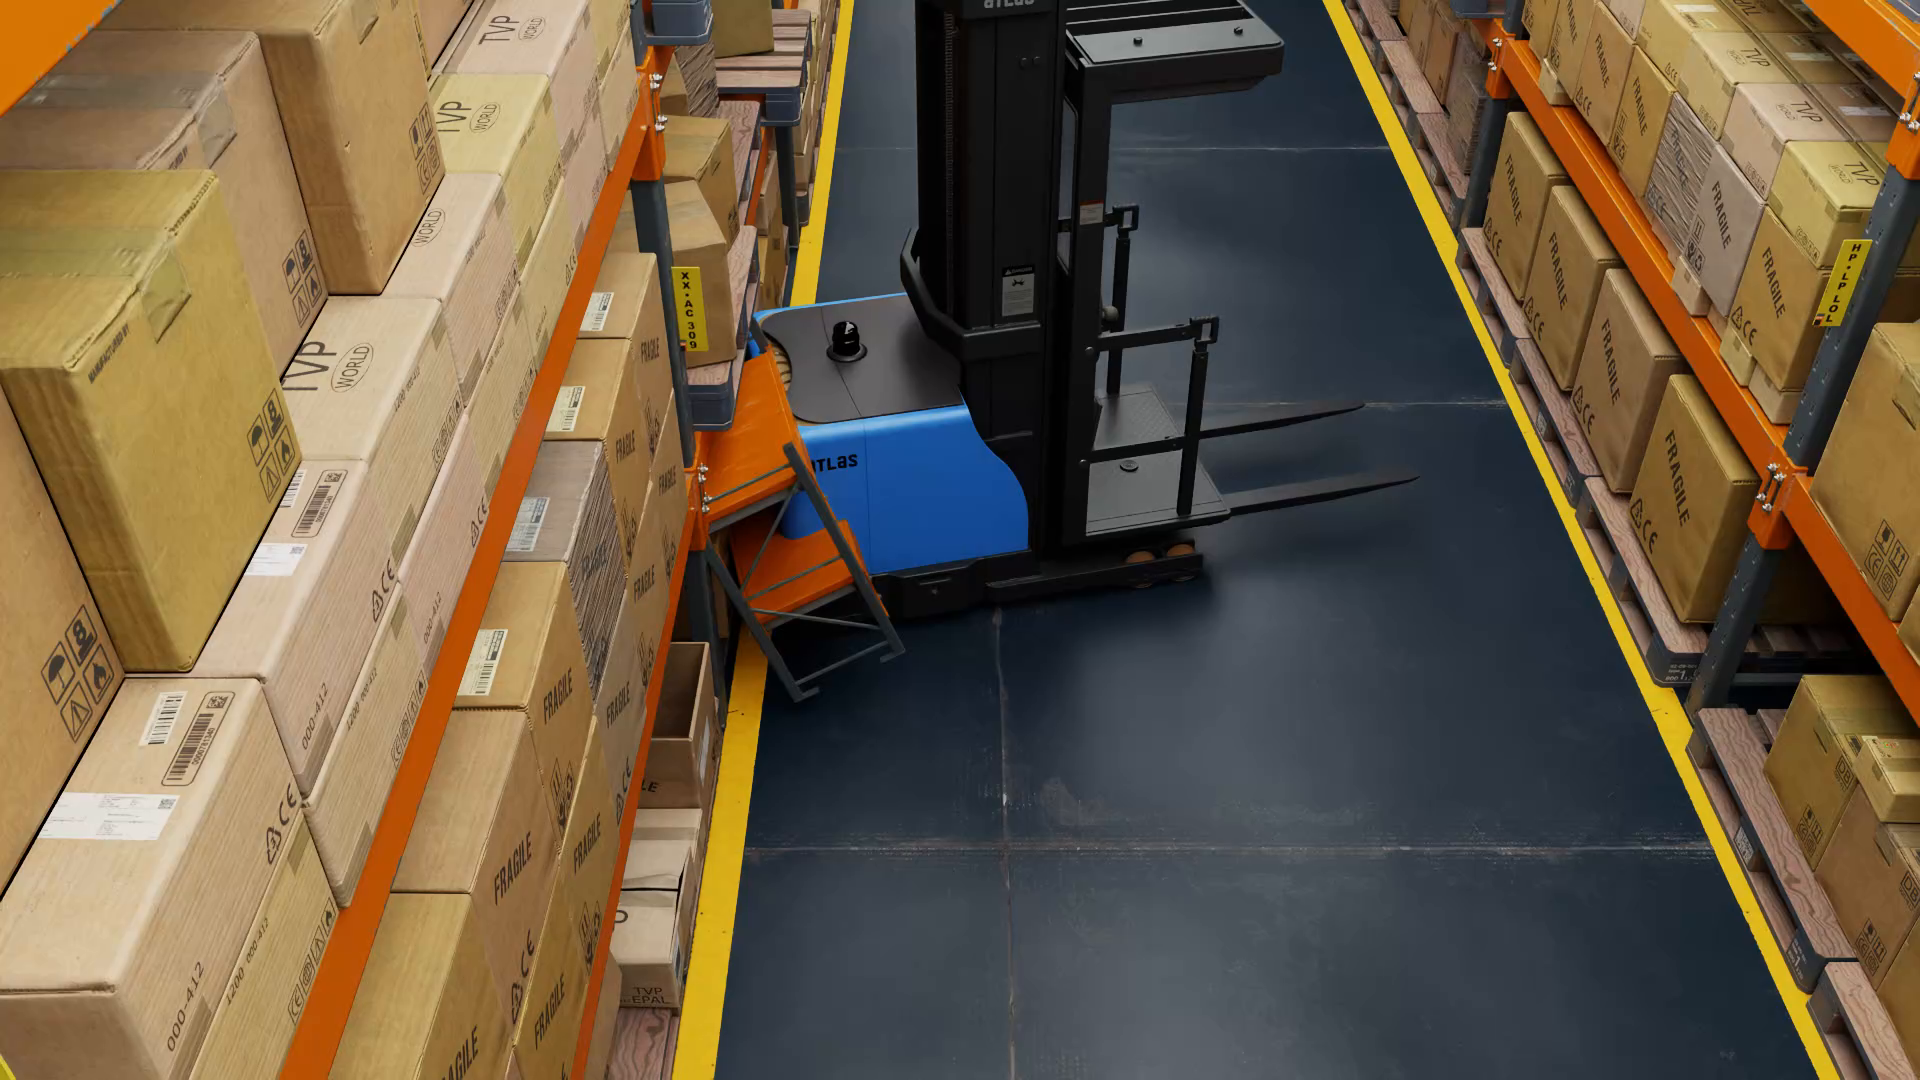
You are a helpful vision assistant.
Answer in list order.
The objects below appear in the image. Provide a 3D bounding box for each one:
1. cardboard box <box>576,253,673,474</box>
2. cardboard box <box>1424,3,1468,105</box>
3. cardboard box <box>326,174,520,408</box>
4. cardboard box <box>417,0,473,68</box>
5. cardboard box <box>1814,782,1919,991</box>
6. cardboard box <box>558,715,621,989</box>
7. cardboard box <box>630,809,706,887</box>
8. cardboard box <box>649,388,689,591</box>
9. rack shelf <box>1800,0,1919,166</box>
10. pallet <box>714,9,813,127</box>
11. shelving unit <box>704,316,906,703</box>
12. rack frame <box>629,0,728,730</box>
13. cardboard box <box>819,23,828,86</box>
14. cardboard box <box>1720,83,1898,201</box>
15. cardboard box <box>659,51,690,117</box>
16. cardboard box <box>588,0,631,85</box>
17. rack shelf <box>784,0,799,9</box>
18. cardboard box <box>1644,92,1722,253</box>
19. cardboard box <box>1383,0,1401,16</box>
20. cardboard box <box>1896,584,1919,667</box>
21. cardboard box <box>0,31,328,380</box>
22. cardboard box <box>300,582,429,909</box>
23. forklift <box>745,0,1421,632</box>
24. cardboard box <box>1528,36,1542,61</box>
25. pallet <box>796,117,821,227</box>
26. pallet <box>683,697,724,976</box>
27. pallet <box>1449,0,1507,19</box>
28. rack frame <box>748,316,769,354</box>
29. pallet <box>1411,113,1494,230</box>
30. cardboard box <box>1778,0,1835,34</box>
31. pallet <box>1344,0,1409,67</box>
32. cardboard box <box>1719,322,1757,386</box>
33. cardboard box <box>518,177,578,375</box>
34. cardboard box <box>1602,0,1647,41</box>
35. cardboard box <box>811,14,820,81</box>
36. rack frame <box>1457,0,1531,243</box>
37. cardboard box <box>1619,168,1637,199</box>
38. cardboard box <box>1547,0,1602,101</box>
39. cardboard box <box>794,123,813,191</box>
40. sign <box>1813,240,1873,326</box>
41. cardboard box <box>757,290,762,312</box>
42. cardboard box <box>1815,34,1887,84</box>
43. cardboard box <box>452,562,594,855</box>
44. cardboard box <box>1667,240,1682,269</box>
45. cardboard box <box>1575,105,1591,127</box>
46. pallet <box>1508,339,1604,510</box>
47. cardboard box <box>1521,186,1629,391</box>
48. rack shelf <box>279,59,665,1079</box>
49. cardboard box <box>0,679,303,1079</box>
[{"bbox_3d":[-1.200,-0.550,5.158,0.500,0.500,0.500,0,39,0],"label":"cardboard box"},{"bbox_3d":[3.523,-3.223,11.020,0.700,0.500,0.500,0,39,0],"label":"cardboard box"},{"bbox_3d":[-1.192,-0.502,3.299,0.500,0.250,0.500,0,39,0],"label":"cardboard box"},{"bbox_3d":[-1.562,-1.419,3.844,0.700,0.500,0.500,0,39,0],"label":"cardboard box"},{"bbox_3d":[3.390,1.151,5.578,0.700,0.500,0.500,0,39,-1],"label":"cardboard box"},{"bbox_3d":[-1.194,0.799,4.274,0.500,0.500,0.500,0,39,1],"label":"cardboard box"},{"bbox_3d":[-1.115,1.095,5.913,0.380,0.149,0.250,0,39,0],"label":"cardboard box"},{"bbox_3d":[-1.202,-0.163,5.475,0.500,0.500,0.500,1,39,1],"label":"cardboard box"},{"bbox_3d":[3.492,-2.583,6.751,1.077,0.370,4.000,0,39,0],"label":"rack shelf"},{"bbox_3d":[-1.393,-2.439,8.549,1.213,0.211,1.003,0,39,0],"label":"pallet"},{"bbox_3d":[-0.766,-0.133,6.867,0.538,1.125,1.048,-25,37,2],"label":"shelving unit"},{"bbox_3d":[-1.459,-0.436,5.896,1.000,3.000,0.127,0,39,0],"label":"rack frame"},{"bbox_3d":[-1.179,-3.317,11.353,0.500,0.250,0.500,1,39,1],"label":"cardboard box"},{"bbox_3d":[3.247,-1.510,6.302,0.500,0.250,0.500,1,39,1],"label":"cardboard box"},{"bbox_3d":[-1.523,-1.744,7.112,0.700,0.500,0.500,-9,40,-11],"label":"cardboard box"},{"bbox_3d":[-1.187,-1.440,4.469,0.500,0.250,0.500,0,39,0],"label":"cardboard box"},{"bbox_3d":[-1.466,-3.908,10.803,1.077,0.370,4.000,0,39,0],"label":"rack shelf"},{"bbox_3d":[3.239,-1.527,6.923,0.500,0.500,0.500,0,39,0],"label":"cardboard box"},{"bbox_3d":[3.503,-4.181,12.216,0.700,0.500,0.500,1,39,1],"label":"cardboard box"},{"bbox_3d":[3.474,0.236,4.817,0.980,0.700,0.700,-1,39,-1],"label":"cardboard box"},{"bbox_3d":[-1.495,-0.481,2.674,0.700,0.500,0.500,0,39,0],"label":"cardboard box"},{"bbox_3d":[-1.189,0.319,2.675,0.500,0.250,0.500,0,39,0],"label":"cardboard box"},{"bbox_3d":[0.607,-1.240,6.953,3.031,2.935,1.130,-9,40,-11],"label":"forklift"},{"bbox_3d":[3.258,-2.648,8.840,0.380,0.149,0.250,-1,39,-1],"label":"cardboard box"},{"bbox_3d":[-1.426,-2.365,10.532,1.003,0.211,1.213,0,39,0],"label":"pallet"},{"bbox_3d":[-1.460,1.081,6.232,1.003,0.211,1.213,0,39,0],"label":"pallet"},{"bbox_3d":[3.382,-3.315,9.641,1.213,0.211,1.003,0,39,0],"label":"pallet"},{"bbox_3d":[-0.885,-0.417,7.272,0.500,1.125,0.032,-25,37,2],"label":"rack frame"},{"bbox_3d":[3.490,-2.344,10.507,1.003,0.211,1.213,0,39,0],"label":"pallet"},{"bbox_3d":[3.745,-2.153,7.104,0.500,0.250,0.500,-1,39,-1],"label":"cardboard box"},{"bbox_3d":[3.487,-3.870,12.411,1.003,0.211,1.213,0,39,0],"label":"pallet"},{"bbox_3d":[3.187,-0.721,6.436,0.380,0.149,0.250,1,39,1],"label":"cardboard box"},{"bbox_3d":[-1.194,-0.619,3.845,0.500,0.250,0.500,0,39,0],"label":"cardboard box"},{"bbox_3d":[3.238,-2.466,7.496,0.500,0.250,0.500,0,39,0],"label":"cardboard box"},{"bbox_3d":[-1.178,-3.223,10.787,0.500,0.311,0.500,-1,39,-1],"label":"cardboard box"},{"bbox_3d":[3.490,-2.944,9.025,1.000,3.000,0.127,0,39,0],"label":"rack frame"},{"bbox_3d":[3.271,-1.688,7.643,0.380,0.149,0.250,0,39,0],"label":"cardboard box"},{"bbox_3d":[3.226,-2.475,8.106,0.500,0.500,0.500,1,39,1],"label":"cardboard box"},{"bbox_3d":[-1.171,-2.357,10.155,0.500,0.250,0.500,0,39,0],"label":"cardboard box"},{"bbox_3d":[2.952,-0.857,5.558,0.100,0.325,0.005,0,39,0],"label":"sign"},{"bbox_3d":[-1.221,-0.898,8.119,0.500,0.500,0.500,-1,39,-2],"label":"cardboard box"},{"bbox_3d":[3.741,-1.826,6.697,0.500,0.250,0.500,-1,39,-2],"label":"cardboard box"},{"bbox_3d":[-1.197,0.401,3.972,0.500,0.500,0.500,0,39,0],"label":"cardboard box"},{"bbox_3d":[3.239,-1.201,7.035,0.380,0.149,0.250,0,39,0],"label":"cardboard box"},{"bbox_3d":[3.289,-2.167,8.240,0.380,0.149,0.250,0,39,0],"label":"cardboard box"},{"bbox_3d":[3.414,-0.602,8.332,1.003,0.211,1.213,0,39,0],"label":"pallet"},{"bbox_3d":[3.354,-1.261,8.308,0.750,0.750,0.750,0,39,0],"label":"cardboard box"},{"bbox_3d":[-1.457,-0.076,3.622,1.077,0.370,4.000,0,39,0],"label":"rack shelf"},{"bbox_3d":[-1.195,0.436,2.128,0.500,0.250,0.500,0,39,0],"label":"cardboard box"}]
